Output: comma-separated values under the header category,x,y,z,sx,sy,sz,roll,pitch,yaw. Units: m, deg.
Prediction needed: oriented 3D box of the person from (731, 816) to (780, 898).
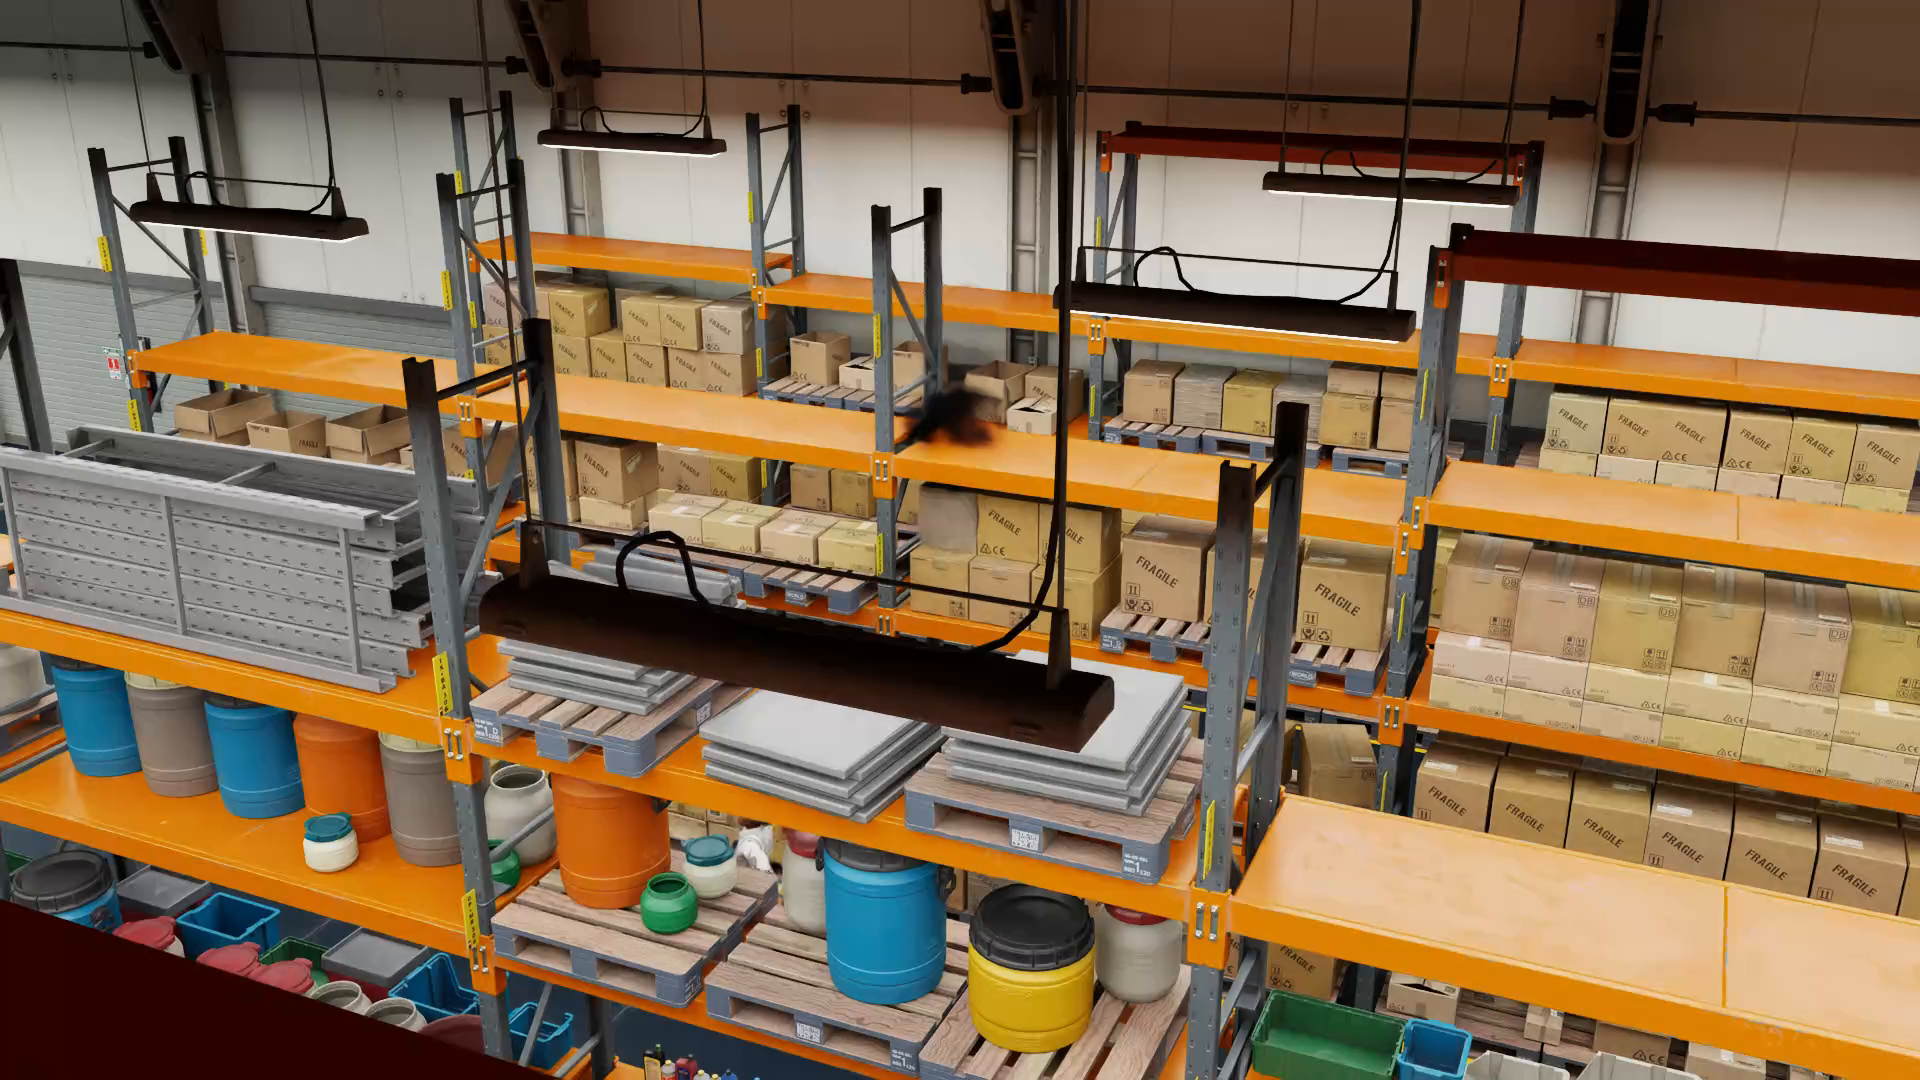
category,x,y,z,sx,sy,sz,roll,pitch,yaw
person,-1.538,2.661,12.382,0.881,1.735,0.575,6,21,16
